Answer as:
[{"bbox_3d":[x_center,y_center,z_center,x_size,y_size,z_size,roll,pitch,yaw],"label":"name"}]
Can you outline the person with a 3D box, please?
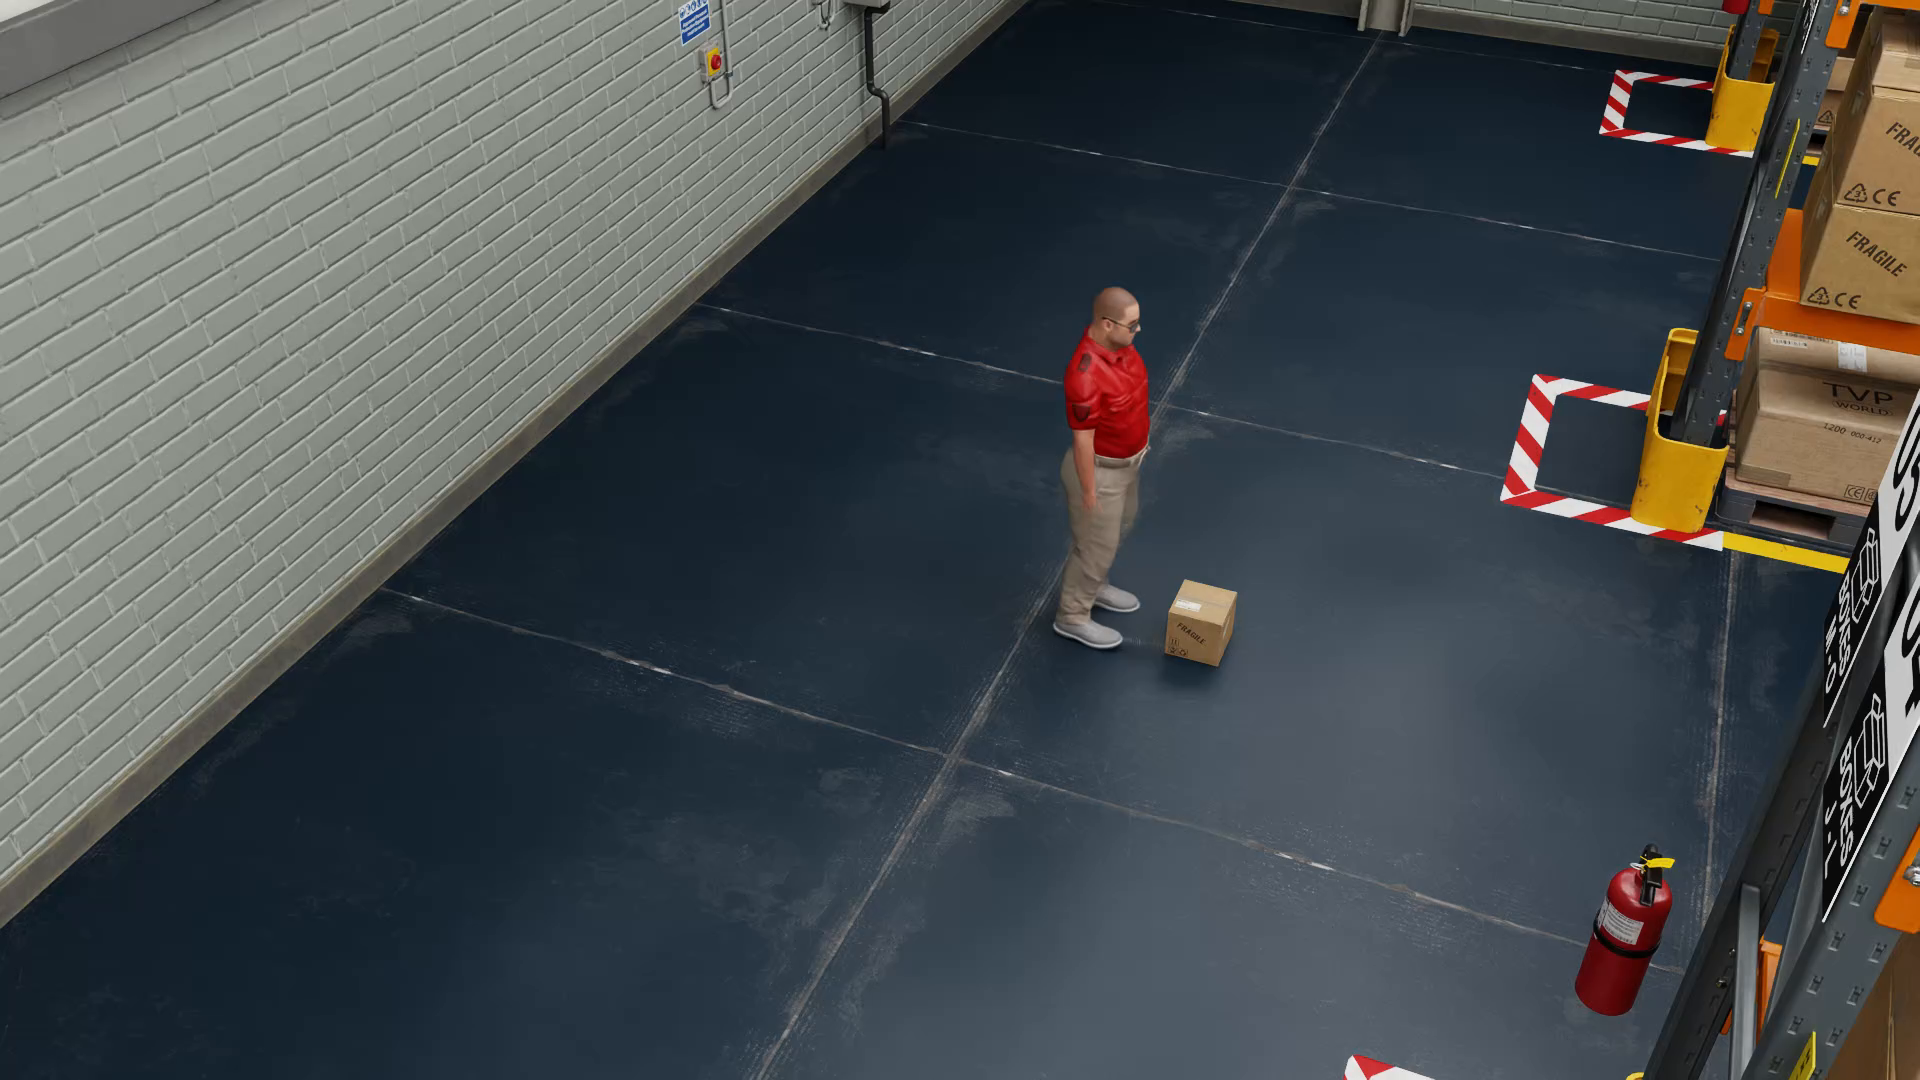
[{"bbox_3d":[0.650,-0.326,7.273,0.359,1.721,0.529,15,40,19],"label":"person"}]
